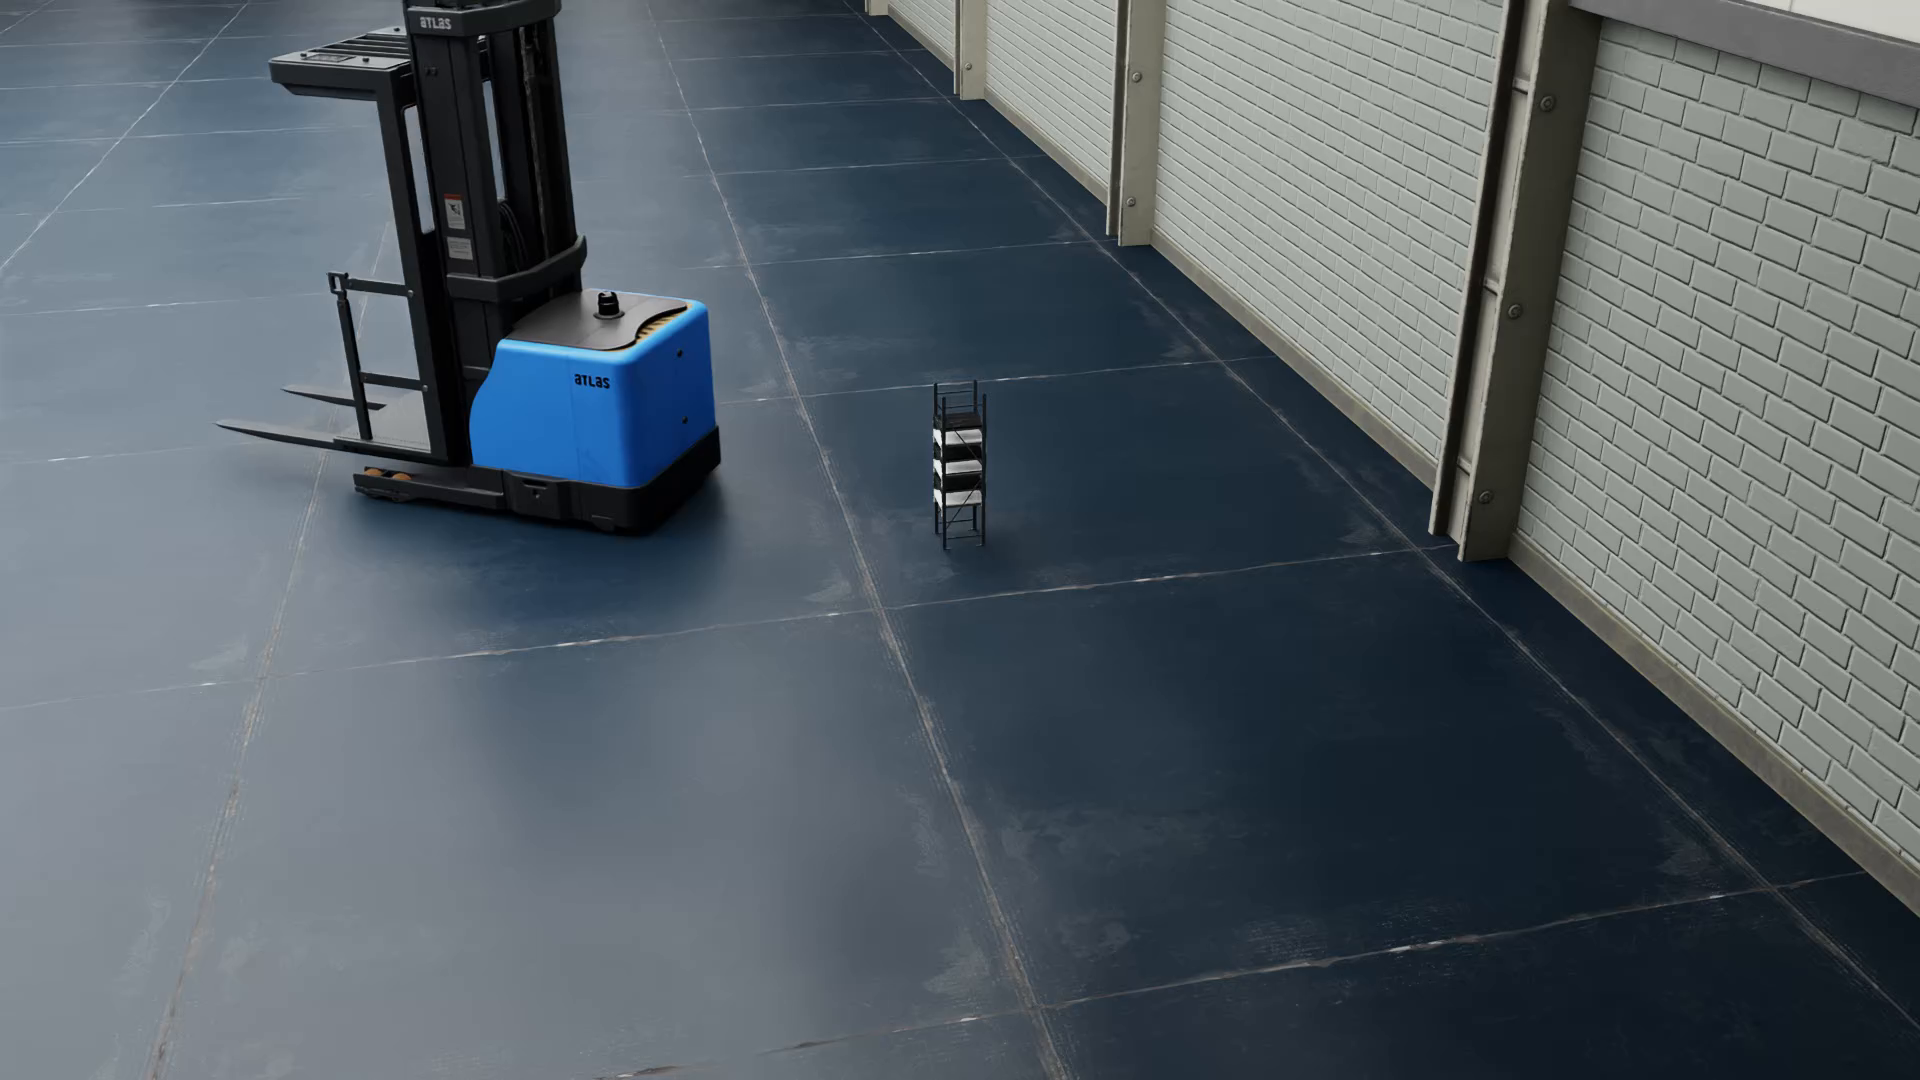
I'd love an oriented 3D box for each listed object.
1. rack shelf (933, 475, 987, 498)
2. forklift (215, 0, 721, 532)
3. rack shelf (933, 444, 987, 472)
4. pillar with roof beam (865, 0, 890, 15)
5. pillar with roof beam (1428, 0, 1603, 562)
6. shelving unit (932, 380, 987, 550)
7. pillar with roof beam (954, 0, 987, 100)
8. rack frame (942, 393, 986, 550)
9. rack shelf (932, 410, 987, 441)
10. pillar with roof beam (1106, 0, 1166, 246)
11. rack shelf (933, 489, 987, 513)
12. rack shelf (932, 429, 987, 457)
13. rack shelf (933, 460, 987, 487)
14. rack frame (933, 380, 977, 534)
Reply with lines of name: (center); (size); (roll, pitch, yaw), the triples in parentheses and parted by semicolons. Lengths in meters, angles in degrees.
rack shelf: (-0.002, -0.295, 9.110); (0.258, 0.077, 0.200); (-6, 27, -12)
forklift: (-3.014, -1.741, 9.447); (3.031, 2.935, 1.130); (9, 28, 17)
rack shelf: (-0.002, -0.456, 9.029); (0.258, 0.077, 0.200); (-6, 27, -12)
pillar with roof beam: (-5.425, -11.465, 21.977); (9.100, 9.000, 0.400); (-6, 27, -12)
pillar with roof beam: (-1.368, -3.563, 6.321); (9.100, 9.000, 0.400); (-6, 27, -12)
shelving unit: (-0.002, -0.405, 9.054); (0.258, 0.900, 0.210); (-6, 27, -12)
pillar with roof beam: (-4.073, -8.831, 16.759); (9.100, 9.000, 0.400); (-6, 27, -12)
rack frame: (0.021, -0.361, 8.966); (0.240, 0.900, 0.006); (-6, 27, -12)
rack shelf: (-0.002, -0.617, 8.948); (0.258, 0.077, 0.200); (-6, 27, -12)
pillar with roof beam: (-2.721, -6.197, 11.540); (9.100, 9.000, 0.400); (-6, 27, -12)
rack shelf: (-0.002, -0.215, 9.150); (0.258, 0.077, 0.200); (-6, 27, -12)
rack shelf: (-0.002, -0.536, 8.988); (0.258, 0.077, 0.200); (-6, 27, -12)
rack shelf: (-0.002, -0.376, 9.069); (0.258, 0.077, 0.200); (-6, 27, -12)
rack frame: (-0.025, -0.450, 9.143); (0.240, 0.900, 0.006); (-6, 27, -12)
